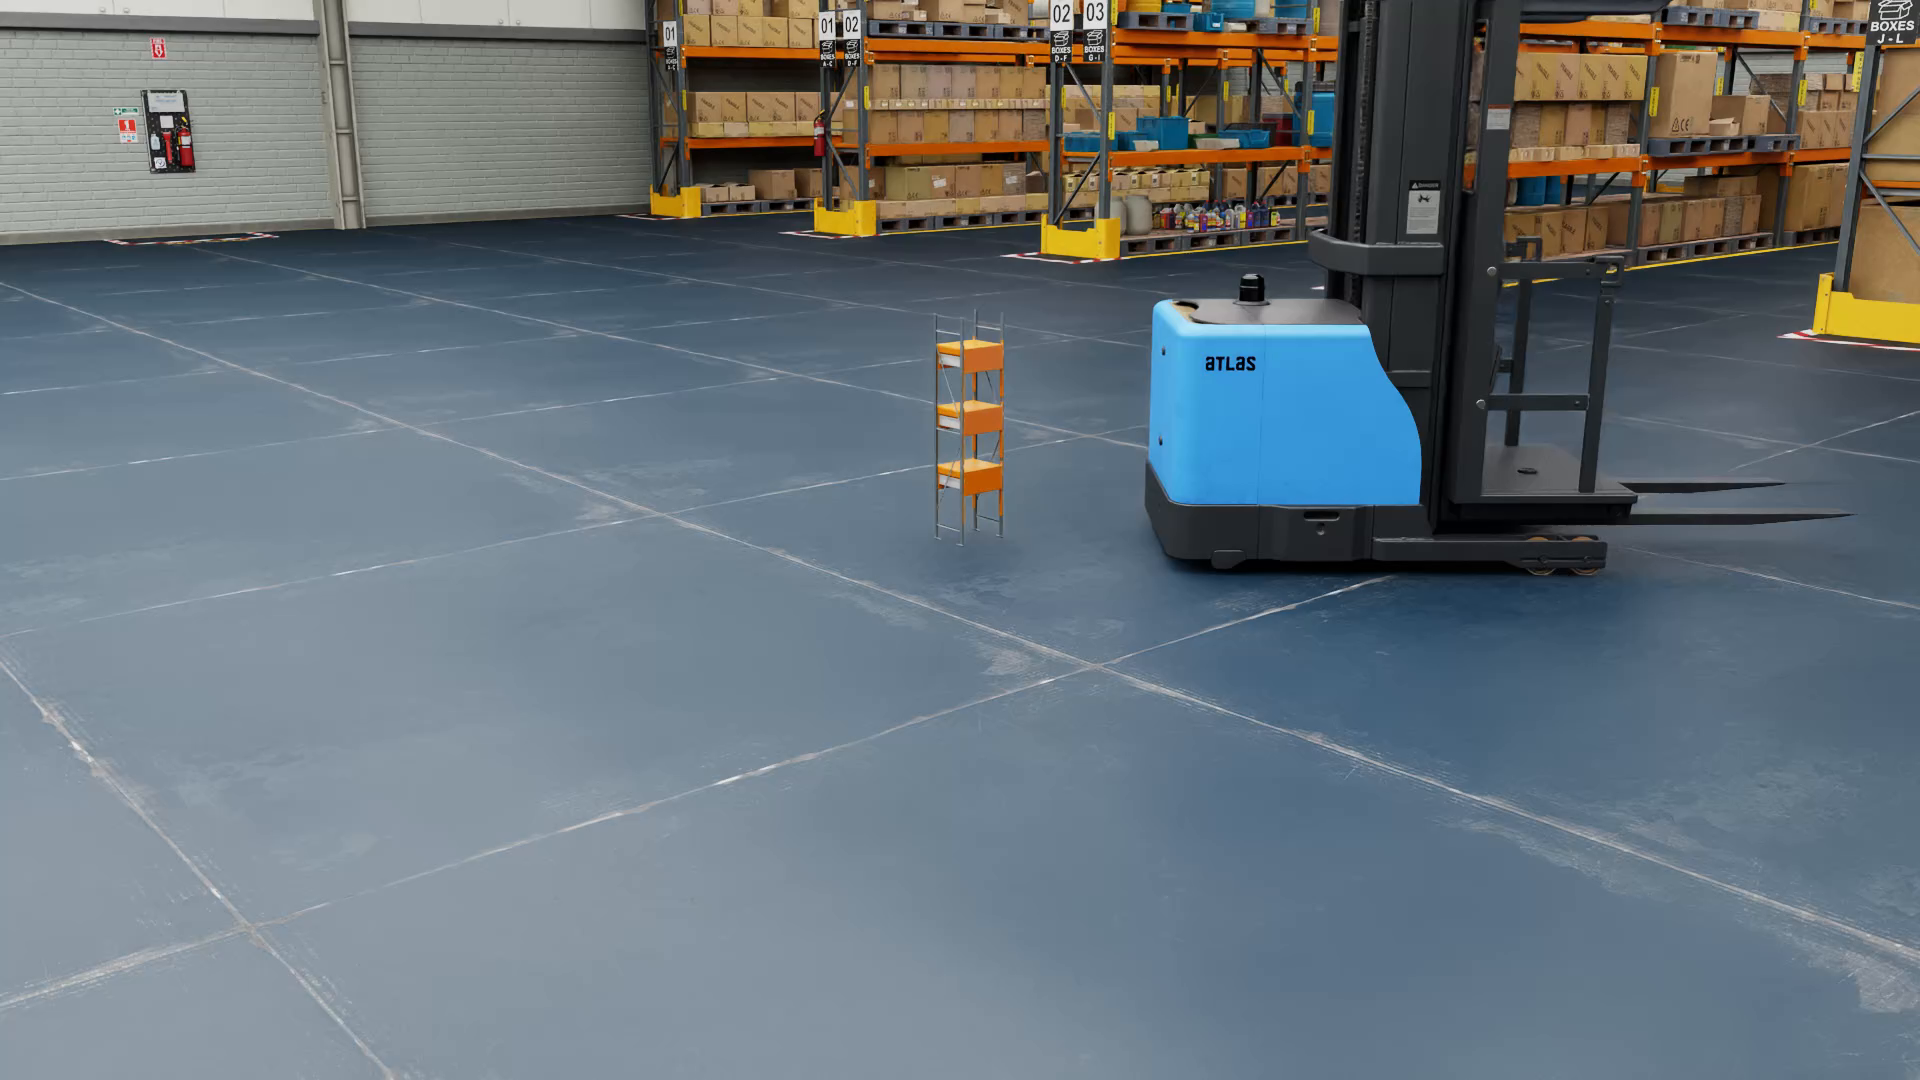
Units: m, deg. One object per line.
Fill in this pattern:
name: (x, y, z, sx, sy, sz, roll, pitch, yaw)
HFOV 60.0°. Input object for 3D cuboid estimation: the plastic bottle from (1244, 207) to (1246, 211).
plastic bottle: (3.989, -4.530, 23.321, 0.135, 0.276, 0.152, -13, 19, -39)

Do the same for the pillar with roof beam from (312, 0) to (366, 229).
pillar with roof beam: (-6.714, -8.388, 21.715, 0.400, 9.000, 9.100, -13, 19, -39)

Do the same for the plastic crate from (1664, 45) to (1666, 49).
plastic crate: (13.126, -9.214, 30.873, 0.590, 0.269, 0.497, -13, 19, -39)

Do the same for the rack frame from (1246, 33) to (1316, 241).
rack frame: (4.547, -5.806, 23.674, 0.127, 3.000, 1.000, -13, 19, -39)

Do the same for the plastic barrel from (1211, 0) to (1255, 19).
plastic barrel: (3.726, -7.553, 22.615, 0.708, 0.901, 0.600, -13, 19, -39)

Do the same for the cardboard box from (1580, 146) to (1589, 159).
cardboard box: (7.016, -4.475, 19.177, 0.250, 0.149, 0.380, -13, 19, -39)

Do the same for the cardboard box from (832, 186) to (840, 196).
cardboard box: (-2.340, -6.482, 30.842, 0.380, 0.166, 0.250, 13, 20, 40)

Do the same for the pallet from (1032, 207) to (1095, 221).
pallet: (1.829, -5.556, 28.142, 1.213, 0.211, 1.003, -13, 19, -39)

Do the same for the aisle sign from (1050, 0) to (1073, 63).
aisle sign: (1.280, -6.430, 20.973, 0.004, 0.787, 0.394, -13, 19, -39)

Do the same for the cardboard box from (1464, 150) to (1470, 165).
cardboard box: (5.152, -4.045, 17.567, 0.250, 0.149, 0.380, -13, 19, -39)

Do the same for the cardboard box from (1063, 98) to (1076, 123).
cardboard box: (1.997, -8.733, 33.824, 0.500, 0.500, 0.500, -12, 19, -38)

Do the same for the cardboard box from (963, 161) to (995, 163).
cardboard box: (0.371, -5.904, 27.102, 0.500, 0.500, 0.500, -13, 19, -39)

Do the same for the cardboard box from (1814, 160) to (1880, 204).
cardboard box: (12.690, -5.110, 24.370, 0.875, 0.875, 1.225, -14, 20, -41)

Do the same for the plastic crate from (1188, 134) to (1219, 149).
plastic crate: (3.338, -5.529, 23.046, 0.662, 0.188, 0.450, -13, 19, -39)

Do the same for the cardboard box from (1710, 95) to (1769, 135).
cardboard box: (10.079, -5.557, 21.735, 0.500, 0.500, 0.700, -9, 18, -31)

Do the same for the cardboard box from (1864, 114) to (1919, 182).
cardboard box: (8.211, -3.326, 14.097, 0.550, 0.550, 0.875, -13, 19, -39)

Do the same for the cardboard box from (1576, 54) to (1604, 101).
cardboard box: (6.885, -5.218, 18.763, 0.500, 0.500, 0.500, -13, 19, -39)

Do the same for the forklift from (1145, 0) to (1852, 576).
forklift: (2.413, -1.399, 7.308, 3.031, 2.935, 1.130, 0, 15, 0)

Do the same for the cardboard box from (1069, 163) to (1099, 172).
cardboard box: (2.367, -7.823, 34.576, 0.750, 0.750, 0.750, -13, 20, -40)

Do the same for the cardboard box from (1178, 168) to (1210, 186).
cardboard box: (4.082, -6.457, 29.540, 0.500, 0.311, 0.500, -12, 19, -38)

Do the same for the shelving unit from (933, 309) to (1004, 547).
shelving unit: (0.040, -0.516, 7.648, 0.252, 1.050, 0.215, -13, 19, -39)

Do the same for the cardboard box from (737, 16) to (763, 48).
cardboard box: (-3.740, -8.745, 28.632, 0.500, 0.500, 0.500, -12, 19, -37)

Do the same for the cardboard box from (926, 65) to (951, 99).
cardboard box: (-0.546, -7.030, 25.547, 0.500, 0.500, 0.700, -13, 19, -39)

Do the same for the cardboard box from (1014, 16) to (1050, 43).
cardboard box: (1.382, -10.214, 33.318, 0.700, 0.500, 0.500, 14, 21, 43)

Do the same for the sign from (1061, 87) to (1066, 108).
sign: (1.664, -7.120, 26.761, 0.005, 0.325, 0.100, -13, 19, -39)

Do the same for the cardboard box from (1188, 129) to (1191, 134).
cardboard box: (3.819, -7.121, 29.084, 0.250, 0.149, 0.380, -13, 19, -39)

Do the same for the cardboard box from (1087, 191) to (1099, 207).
cardboard box: (2.152, -5.752, 27.986, 0.500, 0.250, 0.500, -12, 19, -38)

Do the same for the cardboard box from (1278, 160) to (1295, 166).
cardboard box: (6.054, -7.290, 31.766, 0.500, 0.250, 0.500, -13, 19, -39)

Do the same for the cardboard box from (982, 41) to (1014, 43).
cardboard box: (0.695, -9.654, 32.400, 0.500, 0.311, 0.500, -13, 19, -39)

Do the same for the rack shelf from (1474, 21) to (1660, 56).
rack shelf: (6.290, -5.605, 18.501, 4.000, 0.370, 1.077, -13, 19, -39)

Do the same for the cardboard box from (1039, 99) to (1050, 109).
cardboard box: (1.234, -7.045, 26.861, 0.250, 0.149, 0.380, -13, 20, -39)

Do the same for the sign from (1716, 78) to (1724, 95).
sign: (10.449, -6.186, 22.854, 0.005, 0.325, 0.100, -13, 19, -39)

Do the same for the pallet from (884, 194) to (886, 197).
pallet: (-1.370, -6.520, 31.749, 1.213, 0.211, 1.003, -13, 19, -39)

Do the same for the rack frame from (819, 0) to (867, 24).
rack frame: (-1.719, -8.992, 23.975, 0.127, 3.000, 1.000, -13, 19, -39)

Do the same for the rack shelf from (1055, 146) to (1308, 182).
rack shelf: (3.038, -5.120, 22.498, 4.000, 0.370, 1.077, -13, 19, -39)

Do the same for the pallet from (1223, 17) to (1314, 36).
pallet: (4.067, -7.023, 22.782, 1.003, 0.211, 1.213, -13, 19, -39)

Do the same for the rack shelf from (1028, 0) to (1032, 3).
rack shelf: (-0.448, -10.431, 31.533, 4.000, 0.370, 1.077, -13, 19, -39)

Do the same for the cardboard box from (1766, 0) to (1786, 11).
cardboard box: (10.241, -7.040, 21.318, 0.500, 0.500, 0.500, -13, 20, -39)

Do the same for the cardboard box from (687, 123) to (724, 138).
cardboard box: (-4.397, -7.015, 28.453, 0.500, 0.250, 0.500, -13, 20, -41)

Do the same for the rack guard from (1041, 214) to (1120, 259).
rack guard: (1.556, -3.943, 21.542, 0.348, 0.500, 1.175, -13, 19, -39)

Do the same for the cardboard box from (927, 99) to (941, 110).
cardboard box: (-0.504, -6.655, 25.401, 0.250, 0.149, 0.380, -14, 20, -41)

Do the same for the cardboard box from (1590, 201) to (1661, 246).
cardboard box: (8.276, -3.947, 20.704, 0.700, 0.500, 0.500, 14, 21, 43)

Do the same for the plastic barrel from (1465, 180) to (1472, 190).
plastic barrel: (7.922, -5.724, 26.759, 0.708, 0.830, 0.600, -13, 19, -39)

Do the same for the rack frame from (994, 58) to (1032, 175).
rack frame: (1.061, -8.412, 33.431, 0.127, 3.000, 1.000, -13, 19, -39)

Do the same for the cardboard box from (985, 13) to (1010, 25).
cardboard box: (0.568, -8.112, 25.895, 0.250, 0.149, 0.380, -13, 19, -39)

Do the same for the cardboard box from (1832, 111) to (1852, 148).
cardboard box: (12.133, -5.772, 23.354, 0.500, 0.500, 0.500, -13, 20, -40)

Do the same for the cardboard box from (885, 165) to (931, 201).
cardboard box: (-0.793, -5.463, 25.450, 0.500, 0.500, 0.500, -13, 19, -39)

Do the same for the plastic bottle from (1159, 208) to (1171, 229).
plastic bottle: (2.835, -4.459, 23.056, 0.135, 0.276, 0.152, -12, 19, -39)

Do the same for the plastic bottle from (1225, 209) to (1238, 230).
plastic bottle: (3.737, -4.424, 22.923, 0.135, 0.276, 0.152, -12, 19, -38)

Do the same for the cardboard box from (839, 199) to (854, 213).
cardboard box: (-1.509, -5.116, 25.606, 0.500, 0.250, 0.500, -13, 19, -39)

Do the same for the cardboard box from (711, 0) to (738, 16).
cardboard box: (-4.112, -9.141, 28.175, 0.500, 0.500, 0.500, -13, 20, -40)

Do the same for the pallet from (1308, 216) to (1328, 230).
pallet: (6.035, -4.807, 25.338, 1.213, 0.211, 1.003, -13, 19, -39)

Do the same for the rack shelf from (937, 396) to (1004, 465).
rack shelf: (0.040, -0.506, 7.651, 0.240, 0.259, 0.215, -13, 19, -39)

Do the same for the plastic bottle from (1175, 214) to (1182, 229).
plastic bottle: (3.036, -4.425, 23.075, 0.097, 0.201, 0.097, 0, 15, 0)

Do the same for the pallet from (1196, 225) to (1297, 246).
pallet: (4.013, -4.353, 23.638, 1.213, 0.211, 1.003, -13, 19, -39)

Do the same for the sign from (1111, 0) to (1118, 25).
sign: (1.887, -6.474, 20.345, 0.005, 0.325, 0.100, -13, 19, -39)
